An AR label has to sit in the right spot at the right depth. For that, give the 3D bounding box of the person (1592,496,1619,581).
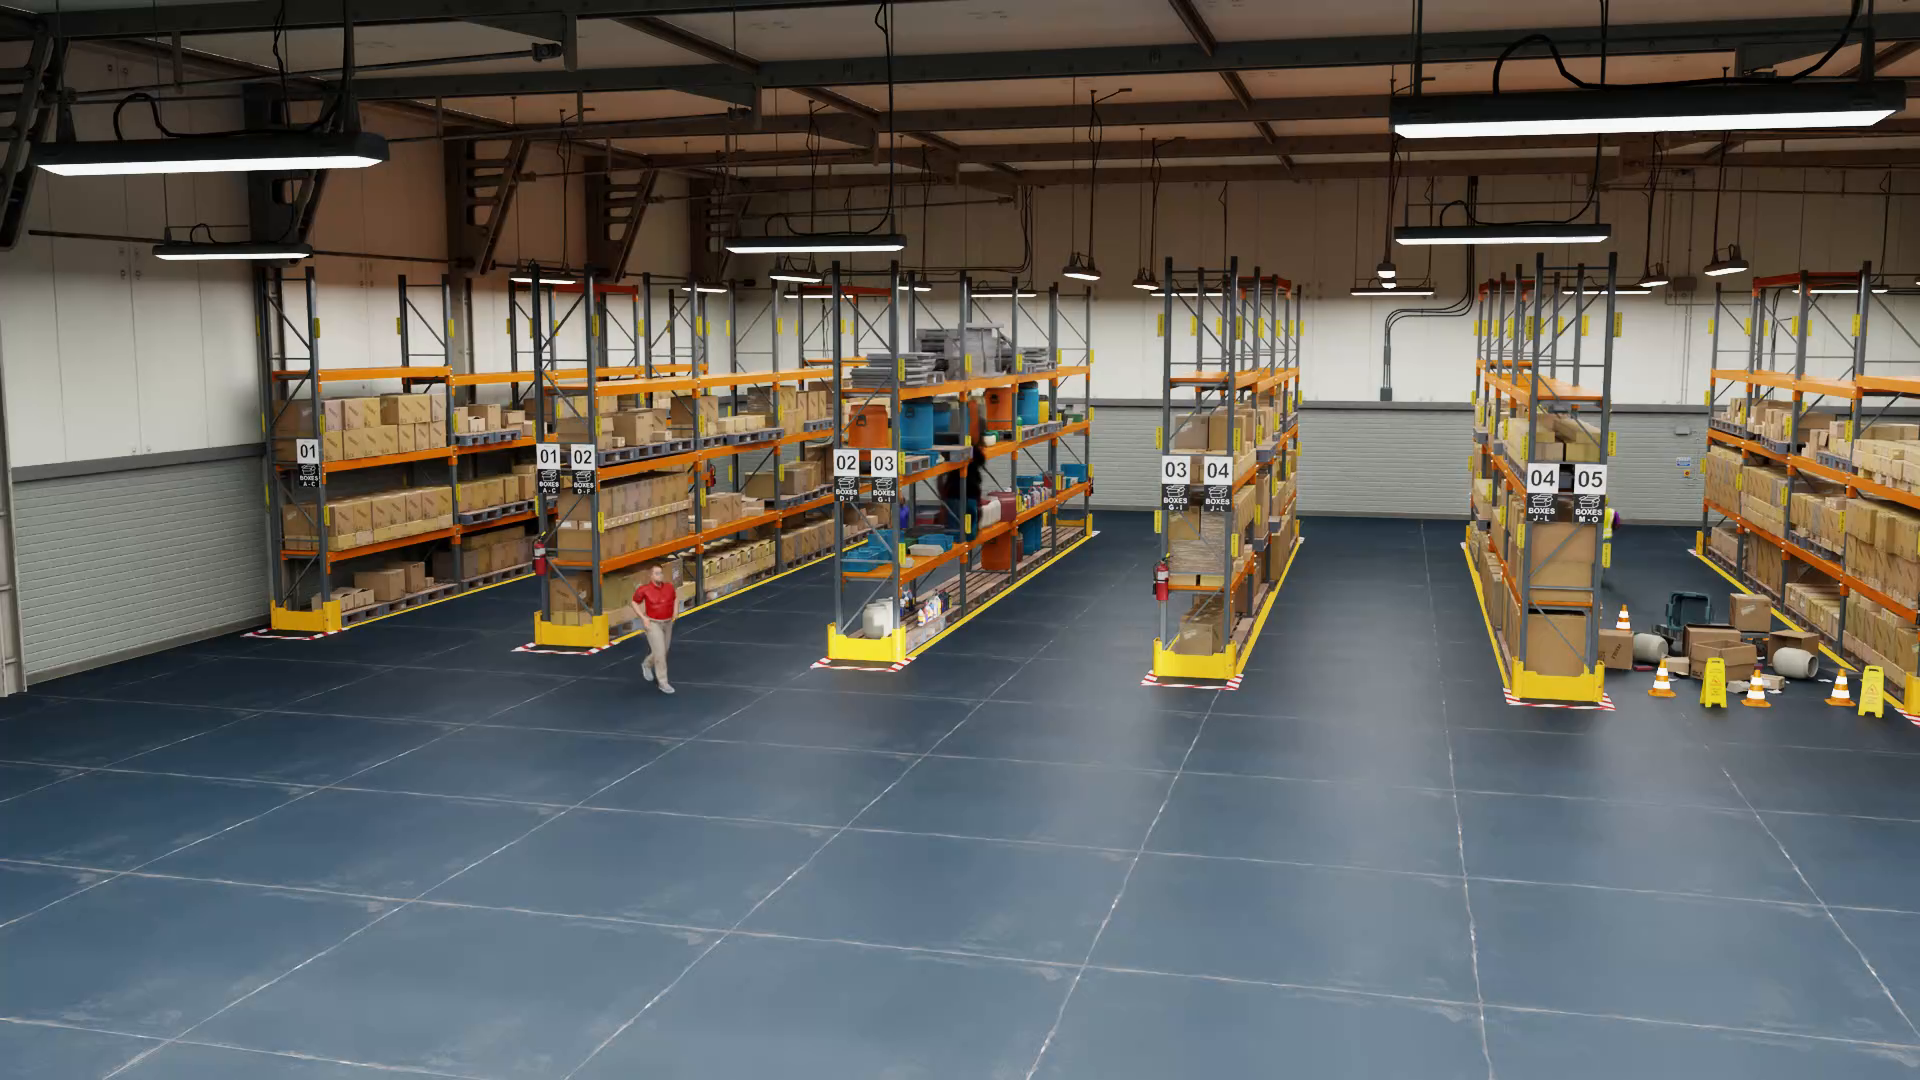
[{"bbox_3d":[12.791,-0.069,33.238,0.692,1.724,0.582,2,7,12],"label":"person"}]

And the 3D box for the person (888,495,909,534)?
[{"bbox_3d":[-1.214,-0.118,34.168,0.576,1.592,0.592,2,8,16],"label":"person"}]

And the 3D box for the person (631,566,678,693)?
[{"bbox_3d":[-4.200,1.204,23.087,0.653,1.727,0.912,-7,10,-43],"label":"person"}]
